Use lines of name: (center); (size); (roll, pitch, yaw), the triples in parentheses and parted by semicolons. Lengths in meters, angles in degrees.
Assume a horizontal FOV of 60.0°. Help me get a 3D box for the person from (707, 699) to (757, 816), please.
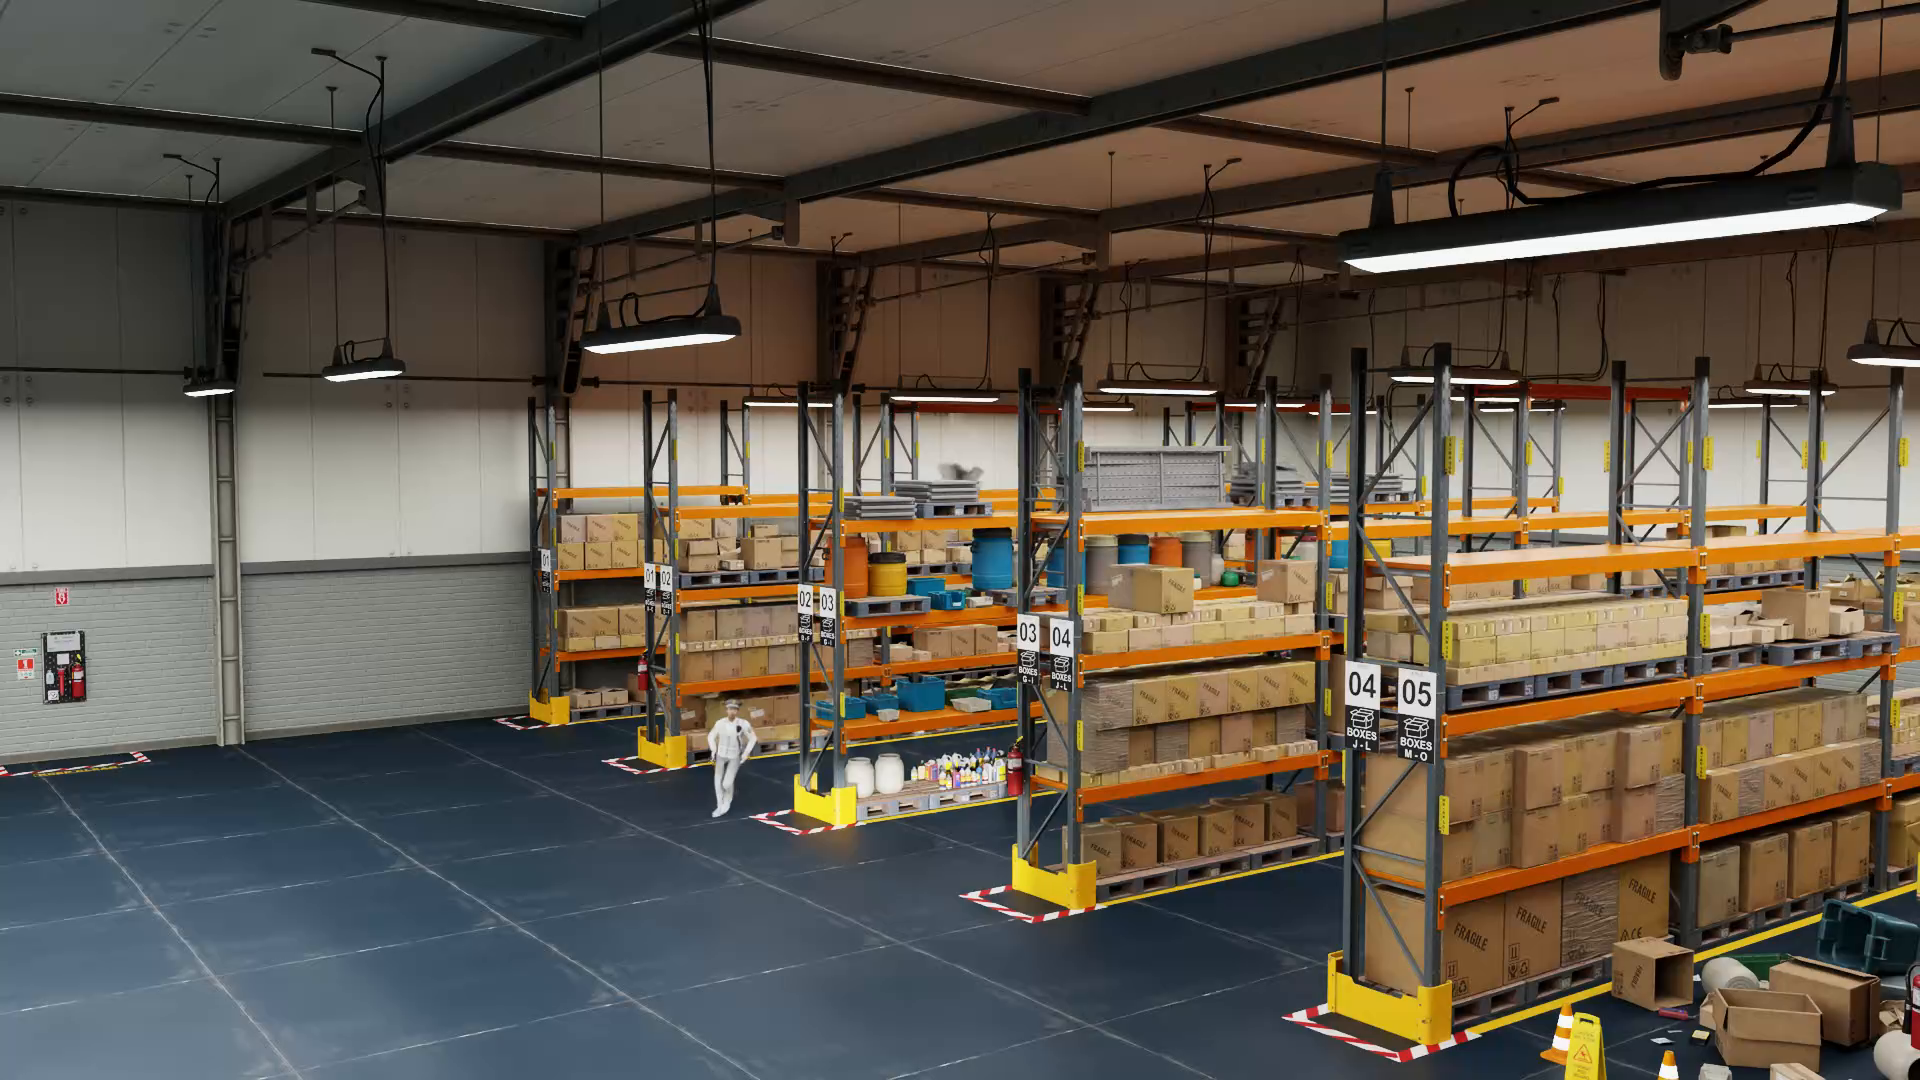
person: (-3.158, 2.993, 22.818); (0.652, 1.642, 0.525); (1, 3, 10)

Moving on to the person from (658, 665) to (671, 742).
person: (-4.911, 2.595, 29.065); (0.672, 1.757, 1.090); (3, 4, 40)
